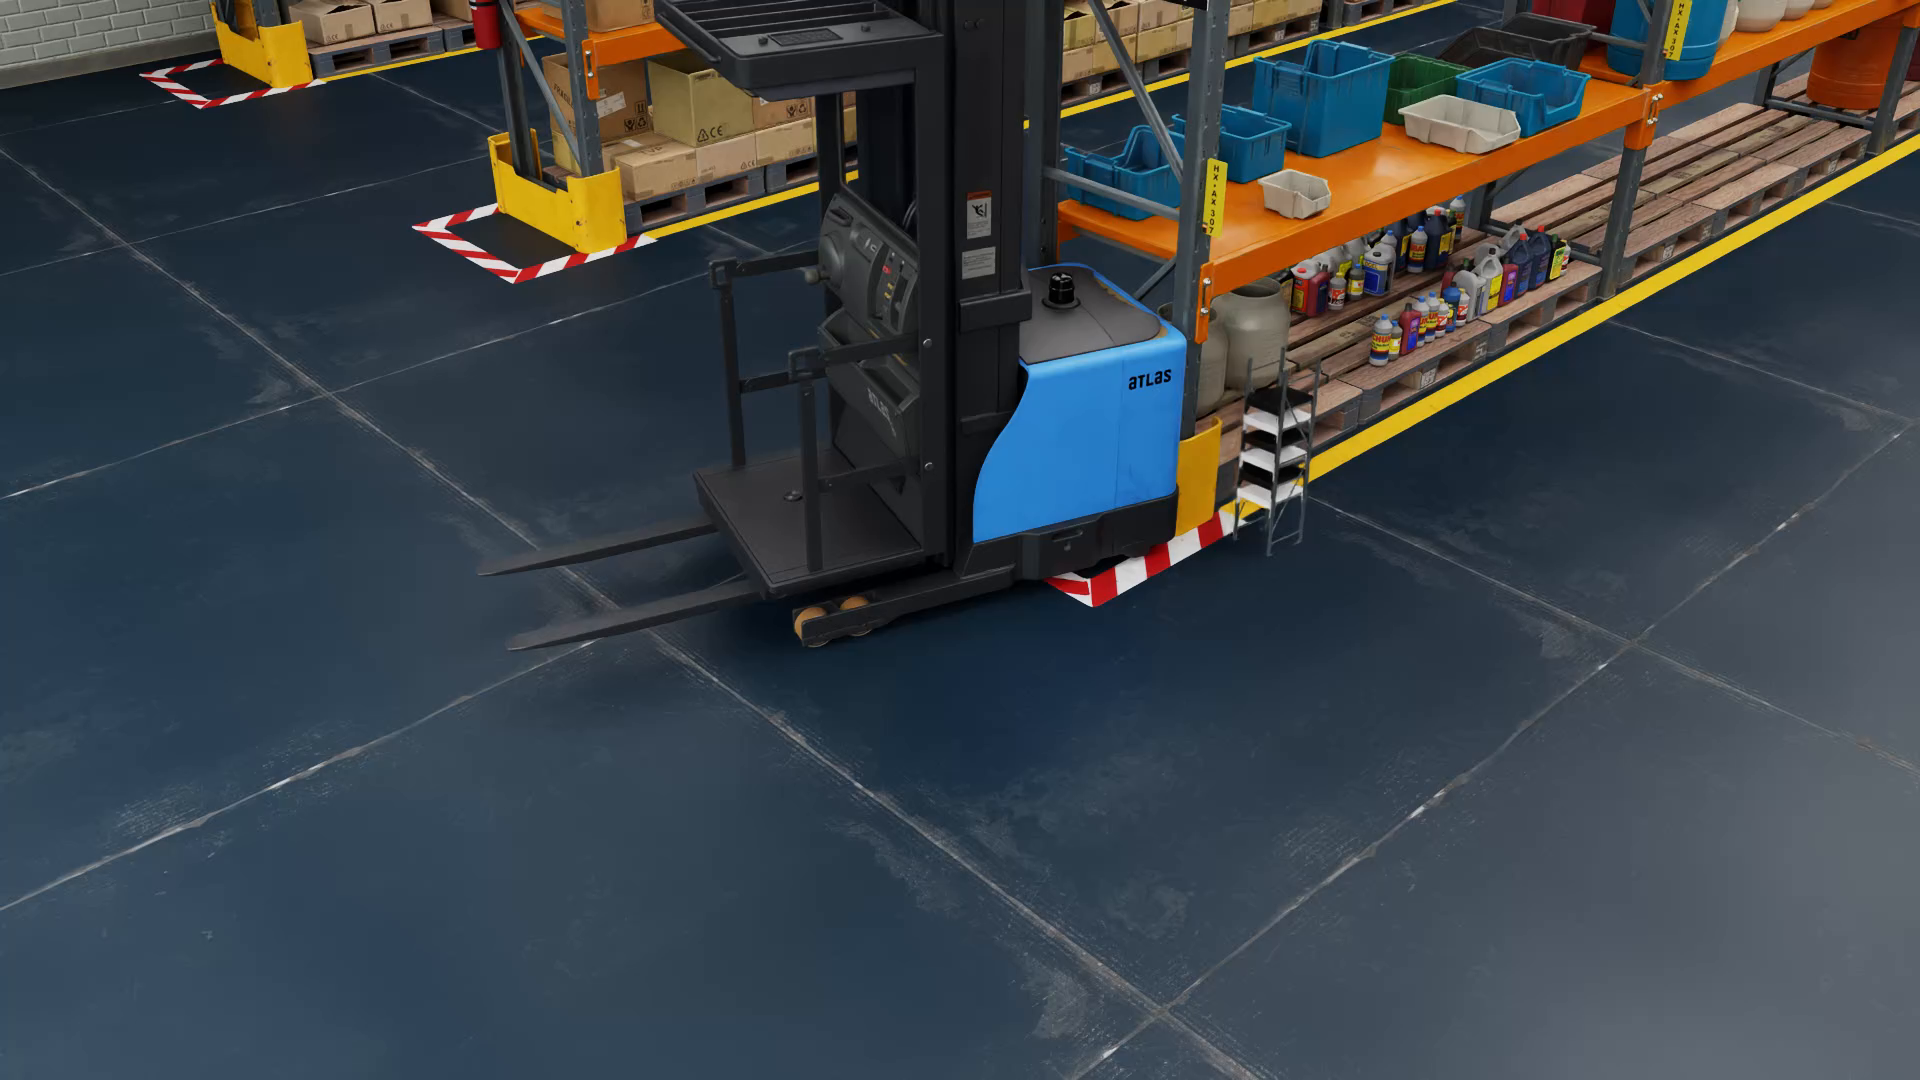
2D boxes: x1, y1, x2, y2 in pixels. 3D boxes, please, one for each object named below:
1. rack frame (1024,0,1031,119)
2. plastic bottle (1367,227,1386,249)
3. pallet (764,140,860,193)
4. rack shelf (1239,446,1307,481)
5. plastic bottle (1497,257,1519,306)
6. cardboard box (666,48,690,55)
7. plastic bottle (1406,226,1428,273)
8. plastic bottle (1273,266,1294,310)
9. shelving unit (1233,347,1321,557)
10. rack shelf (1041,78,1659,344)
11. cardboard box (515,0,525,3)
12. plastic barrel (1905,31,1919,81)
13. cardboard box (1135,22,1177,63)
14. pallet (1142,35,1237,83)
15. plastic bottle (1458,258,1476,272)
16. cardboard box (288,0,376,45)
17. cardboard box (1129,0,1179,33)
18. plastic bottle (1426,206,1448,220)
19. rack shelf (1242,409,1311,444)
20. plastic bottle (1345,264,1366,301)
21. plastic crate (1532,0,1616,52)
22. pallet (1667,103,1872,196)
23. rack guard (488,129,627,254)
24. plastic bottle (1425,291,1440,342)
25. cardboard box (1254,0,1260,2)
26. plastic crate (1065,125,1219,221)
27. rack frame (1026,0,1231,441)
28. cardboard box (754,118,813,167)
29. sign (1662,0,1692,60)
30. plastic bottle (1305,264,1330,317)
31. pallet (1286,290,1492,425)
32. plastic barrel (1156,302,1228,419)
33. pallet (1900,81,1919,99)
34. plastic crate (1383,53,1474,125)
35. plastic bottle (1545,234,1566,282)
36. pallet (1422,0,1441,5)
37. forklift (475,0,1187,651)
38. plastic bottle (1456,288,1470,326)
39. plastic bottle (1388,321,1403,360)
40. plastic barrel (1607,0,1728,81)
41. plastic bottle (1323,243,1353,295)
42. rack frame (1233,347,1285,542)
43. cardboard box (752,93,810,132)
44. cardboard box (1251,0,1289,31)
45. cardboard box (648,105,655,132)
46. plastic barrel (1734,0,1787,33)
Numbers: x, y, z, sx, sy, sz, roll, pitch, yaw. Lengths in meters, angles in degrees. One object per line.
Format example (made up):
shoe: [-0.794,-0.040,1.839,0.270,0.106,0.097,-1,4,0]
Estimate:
rack frame: [0.260,-4.834,12.781,0.127,3.000,1.000,-26,40,-35]
plastic bottle: [2.464,-1.730,9.886,0.133,0.283,0.061,-24,39,-33]
pallet: [-1.246,-2.944,12.362,1.213,0.211,1.003,-26,40,-35]
rack shelf: [1.425,-0.364,7.522,0.258,0.077,0.200,-20,33,-35]
plastic bottle: [3.117,-1.487,9.488,0.133,0.283,0.061,-23,38,-32]
cardboard box: [-1.759,-3.406,11.959,0.500,0.500,0.500,-26,40,-35]
plastic bottle: [2.727,-1.737,9.908,0.097,0.271,0.097,0,31,0]
plastic bottle: [1.814,-1.416,9.372,0.133,0.283,0.061,-25,39,-34]
shelving unit: [1.425,-0.394,7.507,0.258,0.900,0.210,-20,33,-35]
rack shelf: [2.159,-1.922,8.707,4.000,0.370,1.077,-26,40,-35]
cardboard box: [-4.297,-5.140,15.591,0.380,0.149,0.250,26,40,35]
plastic barrel: [7.734,-4.088,13.469,0.708,0.588,0.600,-26,40,-35]
cardboard box: [1.478,-4.254,14.065,0.500,0.250,0.500,-27,41,-37]
pallet: [1.669,-4.356,14.671,1.213,0.211,1.003,-26,40,-35]
plastic bottle: [2.883,-1.476,9.470,0.133,0.283,0.061,-26,40,-35]
cardboard box: [-5.475,-4.561,14.489,0.500,0.311,0.500,24,39,34]
cardboard box: [1.482,-4.491,13.914,0.500,0.311,0.500,-27,41,-37]
plastic bottle: [2.875,-1.893,10.160,0.135,0.276,0.152,-24,39,-34]
rack shelf: [1.425,-0.525,7.441,0.258,0.077,0.200,-20,33,-35]
plastic bottle: [2.279,-1.490,9.572,0.097,0.201,0.097,0,31,0]
plastic crate: [3.772,-3.254,10.135,0.583,0.464,0.402,-26,40,-35]
pallet: [5.964,-2.907,12.302,1.213,0.211,1.003,-26,40,-35]
rack guard: [-2.690,-2.341,11.098,0.348,0.500,1.175,-26,40,-35]
plastic bottle: [2.558,-1.224,9.070,0.097,0.271,0.097,0,31,0]
cardboard box: [2.600,-5.032,14.799,0.500,0.311,0.500,-27,40,-36]
plastic crate: [0.856,-1.748,7.876,0.616,0.251,0.499,-26,40,-35]
rack frame: [0.692,-1.519,7.359,0.127,3.000,1.000,-26,40,-35]
cardboard box: [-1.397,-2.883,11.822,0.500,0.250,0.500,-26,40,-35]
sign: [3.991,-2.842,9.257,0.005,0.325,0.100,-26,40,-35]
plastic bottle: [2.017,-1.406,9.356,0.133,0.283,0.061,-26,40,-35]
pallet: [2.210,-1.091,9.332,1.213,0.211,1.003,-26,40,-35]
plastic barrel: [1.123,-0.900,8.328,0.421,0.512,0.421,0,31,0]
pallet: [8.003,-3.893,13.915,1.213,0.211,1.003,-26,40,-35]
plastic crate: [2.438,-2.474,9.124,0.662,0.188,0.450,-26,40,-35]
plastic bottle: [3.497,-1.670,9.788,0.133,0.283,0.061,-24,39,-33]
pallet: [4.661,-5.744,16.942,1.213,0.211,1.003,-26,40,-35]
forklift: [-0.566,-1.113,6.761,3.031,2.935,1.130,-14,34,-21]
plastic bottle: [2.782,-1.302,9.265,0.097,0.201,0.097,0,31,0]
plastic bottle: [2.310,-1.074,8.891,0.097,0.201,0.097,0,31,0]
plastic barrel: [4.115,-3.173,9.583,0.708,0.901,0.600,-26,40,-35]
plastic bottle: [2.165,-1.584,9.583,0.185,0.351,0.144,-24,39,-34]
rack frame: [1.360,-0.430,7.576,0.240,0.900,0.006,-20,33,-35]
cardboard box: [-1.405,-3.207,11.634,0.500,0.500,0.500,-26,40,-35]
cardboard box: [2.598,-4.795,14.950,0.500,0.250,0.500,-26,40,-36]
cardboard box: [-2.122,-2.907,11.862,0.500,0.250,0.500,-26,40,-35]
plastic barrel: [5.014,-3.512,10.488,0.433,0.535,0.433,0,31,0]
